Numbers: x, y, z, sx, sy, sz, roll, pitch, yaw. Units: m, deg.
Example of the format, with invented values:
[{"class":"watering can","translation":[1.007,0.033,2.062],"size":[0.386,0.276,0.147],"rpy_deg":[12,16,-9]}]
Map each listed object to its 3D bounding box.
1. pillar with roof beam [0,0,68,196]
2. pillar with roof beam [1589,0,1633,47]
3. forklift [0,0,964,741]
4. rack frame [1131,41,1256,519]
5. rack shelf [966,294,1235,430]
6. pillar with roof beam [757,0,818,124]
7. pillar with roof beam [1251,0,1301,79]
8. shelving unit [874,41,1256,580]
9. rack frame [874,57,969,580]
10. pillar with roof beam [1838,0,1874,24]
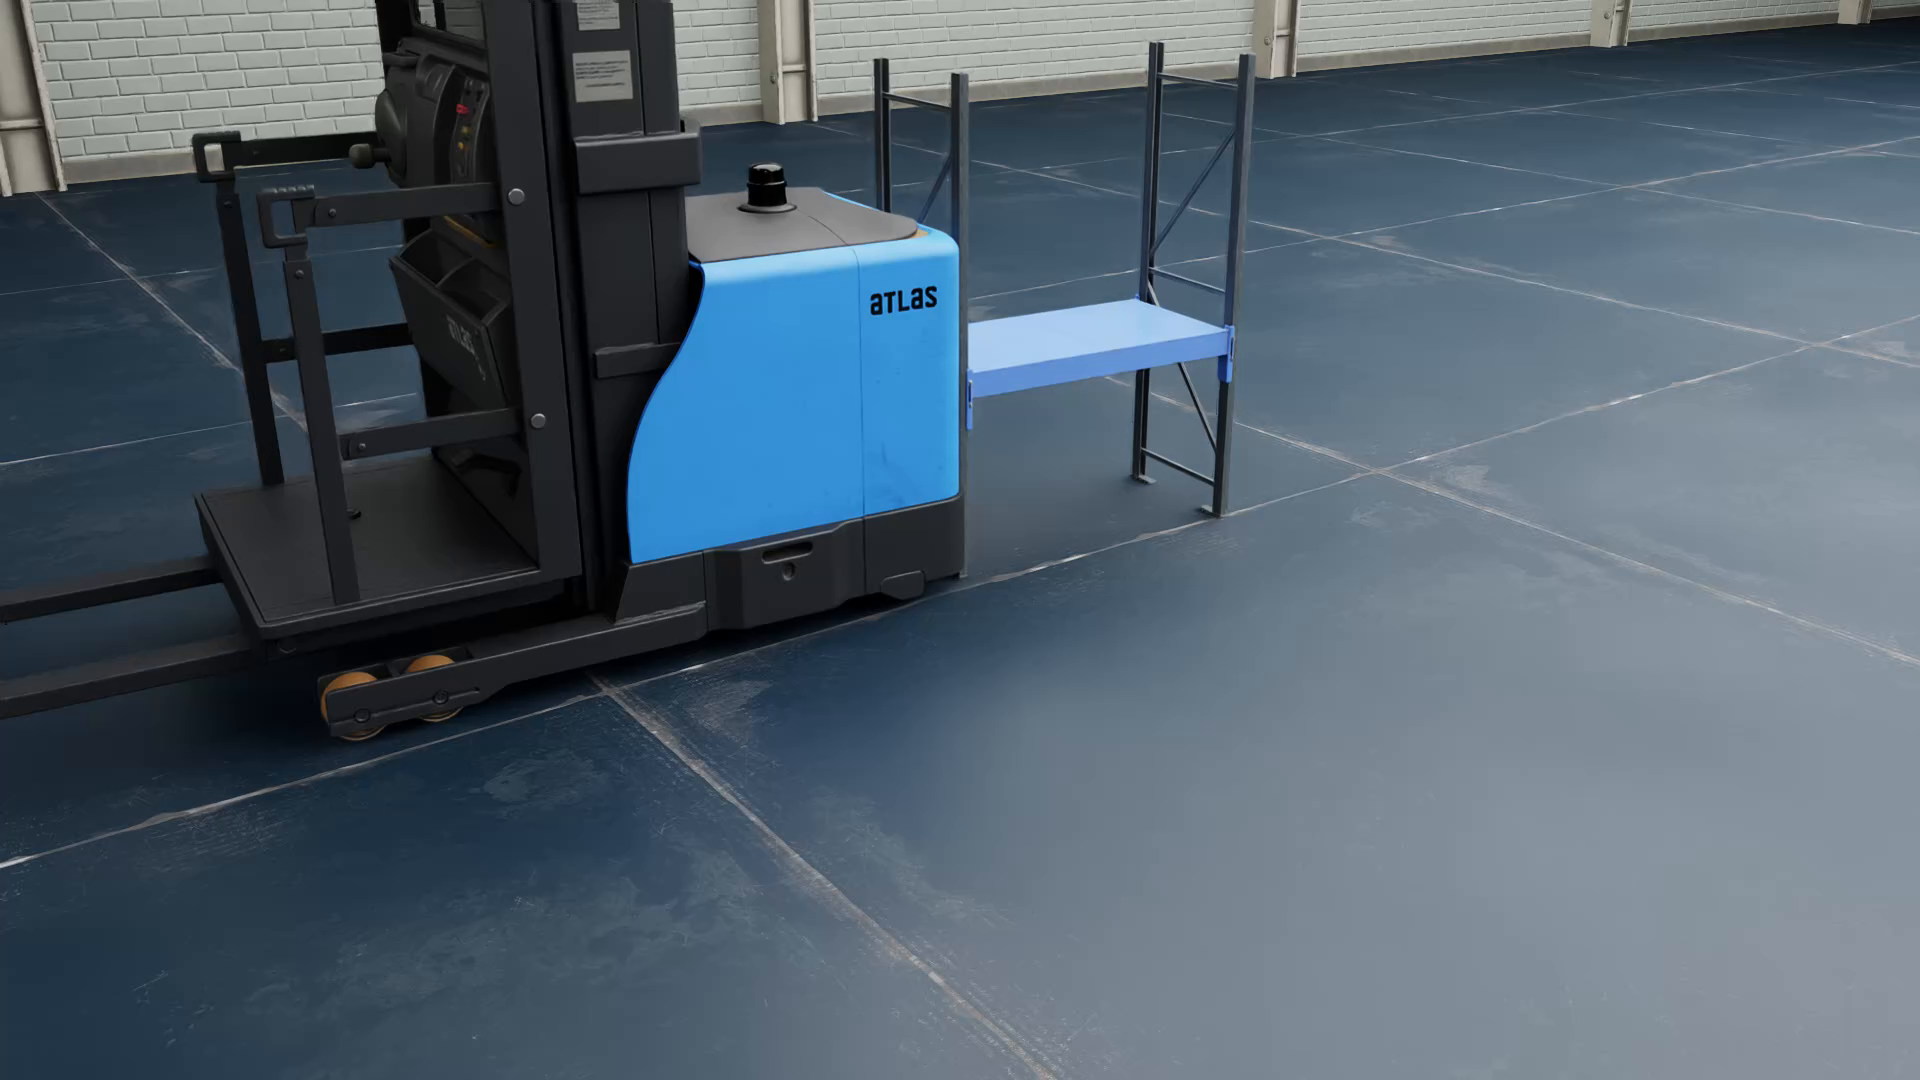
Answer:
[{"class":"pillar with roof beam","translation":[-3.855,-5.285,6.499],"size":[0.400,9.000,9.100],"rpy_deg":[-15,26,-33]},{"class":"pillar with roof beam","translation":[10.756,-9.181,16.263],"size":[0.400,9.000,9.100],"rpy_deg":[-15,26,-33]},{"class":"forklift","translation":[-1.518,-1.085,4.160],"size":[3.031,2.935,1.130],"rpy_deg":[-12,25,-28]},{"class":"rack frame","translation":[0.757,-0.850,5.503],"size":[0.032,1.500,0.500],"rpy_deg":[-12,25,-28]},{"class":"rack shelf","translation":[0.320,-0.587,5.328],"size":[1.000,0.185,0.538],"rpy_deg":[-12,25,-28]},{"class":"pillar with roof beam","translation":[1.015,-6.584,9.754],"size":[0.400,9.000,9.100],"rpy_deg":[-15,26,-33]},{"class":"pillar with roof beam","translation":[5.886,-7.882,13.008],"size":[0.400,9.000,9.100],"rpy_deg":[-15,26,-33]},{"class":"shelving unit","translation":[0.320,-0.754,5.262],"size":[1.048,1.500,0.538],"rpy_deg":[-12,25,-28]},{"class":"rack frame","translation":[-0.117,-0.657,5.020],"size":[0.032,1.500,0.500],"rpy_deg":[-12,25,-28]},{"class":"pillar with roof beam","translation":[15.627,-10.480,19.517],"size":[0.400,9.000,9.100],"rpy_deg":[-15,26,-33]}]
